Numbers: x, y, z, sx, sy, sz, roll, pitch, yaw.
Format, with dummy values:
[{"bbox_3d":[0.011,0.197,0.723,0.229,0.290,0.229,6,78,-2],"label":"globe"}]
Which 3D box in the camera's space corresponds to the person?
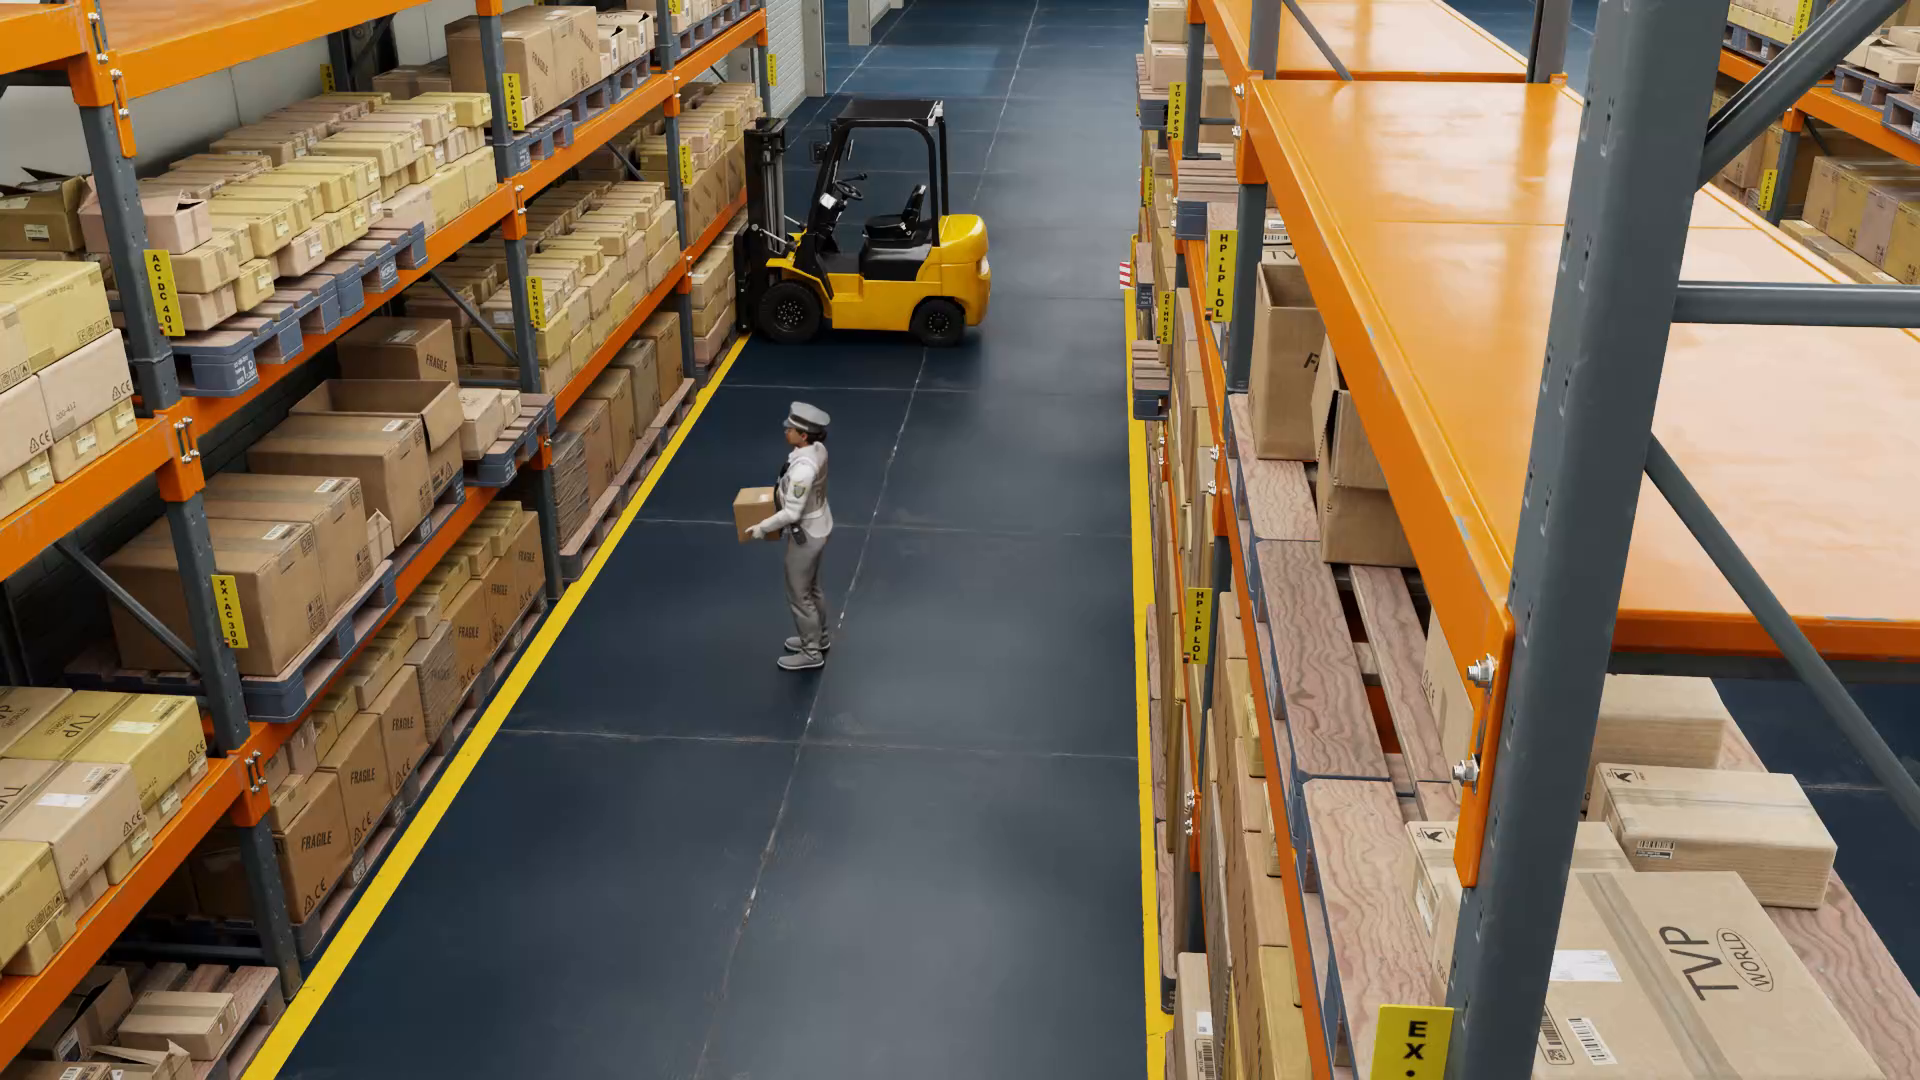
[{"bbox_3d":[-1.013,-0.034,10.026,0.517,1.692,0.482,2,25,4],"label":"person"}]
